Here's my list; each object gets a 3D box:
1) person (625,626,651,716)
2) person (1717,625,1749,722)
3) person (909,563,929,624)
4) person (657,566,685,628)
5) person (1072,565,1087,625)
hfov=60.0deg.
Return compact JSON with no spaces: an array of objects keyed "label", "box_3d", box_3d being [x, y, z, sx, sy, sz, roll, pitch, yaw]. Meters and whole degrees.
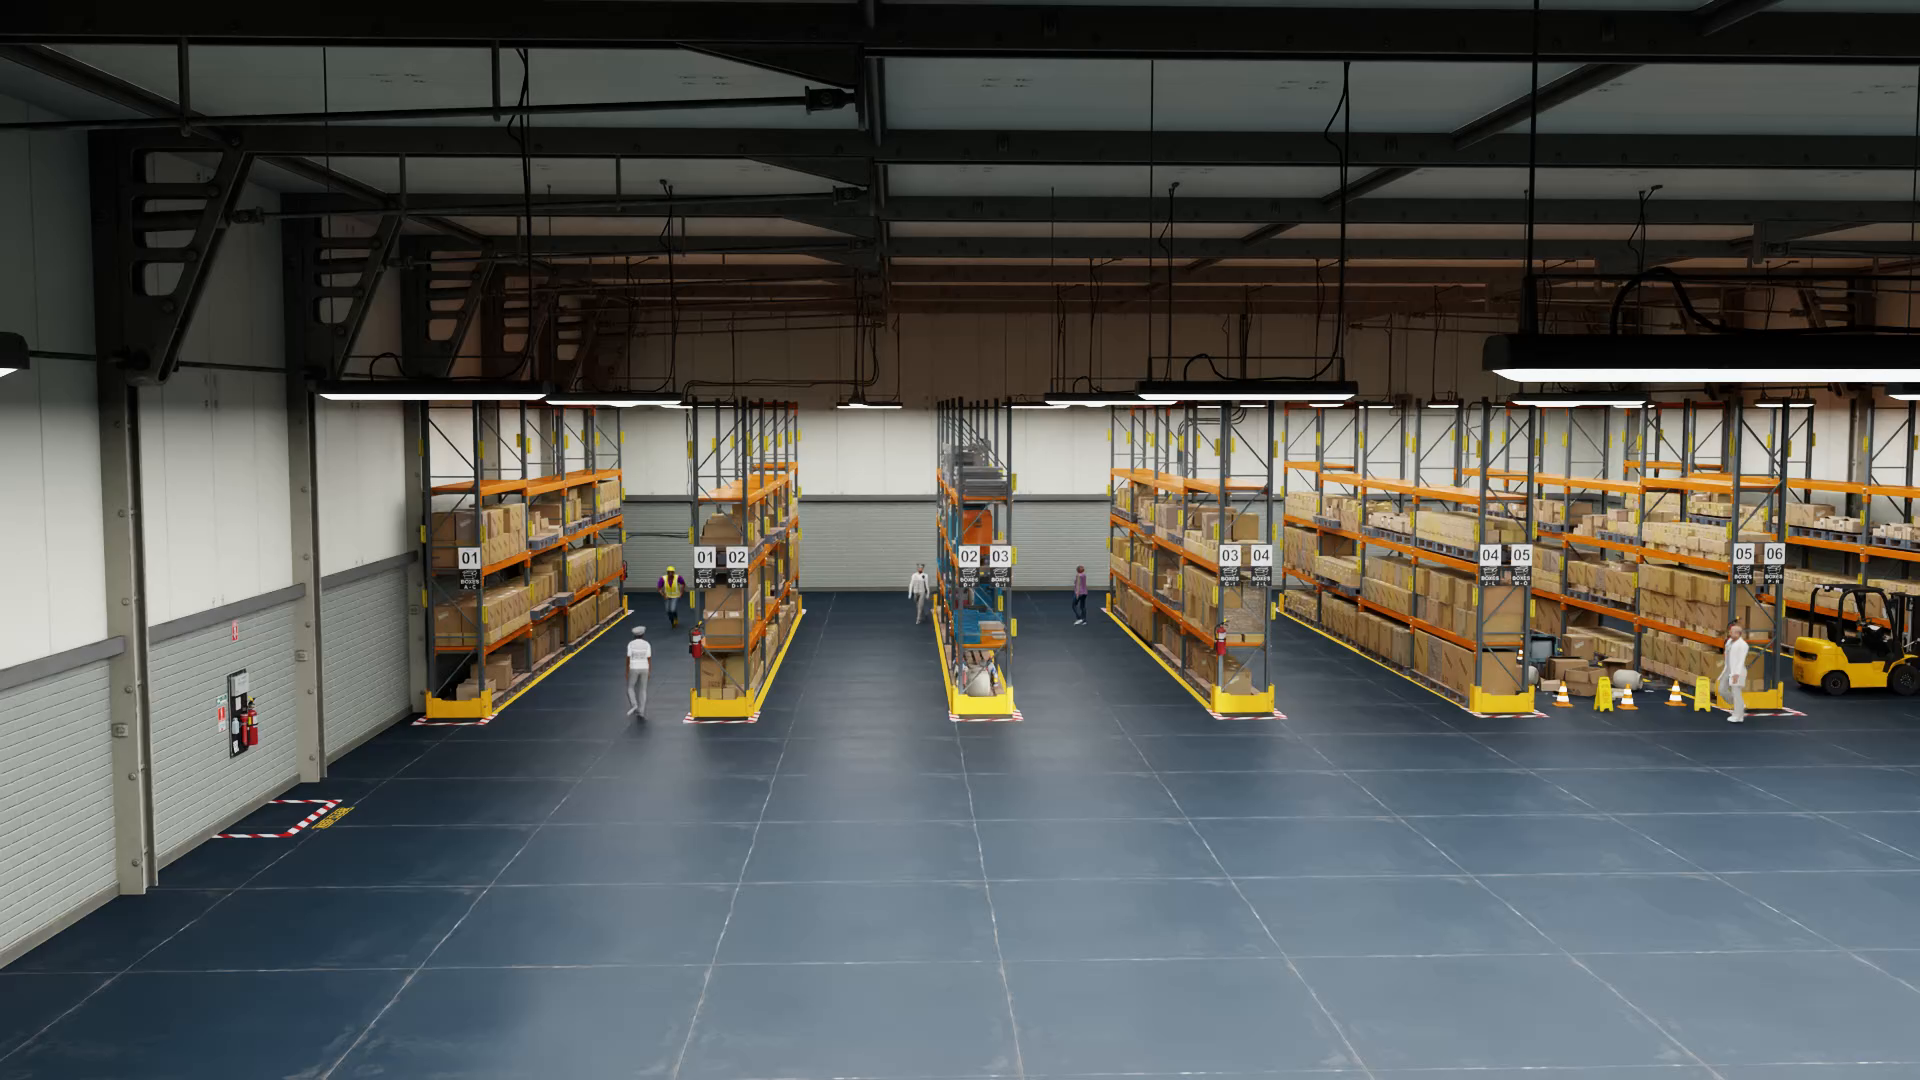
[{"label":"person","box_3d":[-6.037,2.461,31.192,0.491,1.681,0.453,-1,5,-18]},{"label":"person","box_3d":[14.296,2.458,30.668,0.557,1.779,0.636,-1,5,-15]},{"label":"person","box_3d":[-1.100,1.427,44.859,0.502,1.630,0.961,2,5,19]},{"label":"person","box_3d":[-7.616,1.504,43.884,0.676,1.664,0.698,0,4,6]},{"label":"person","box_3d":[3.249,1.480,44.709,0.373,1.612,0.445,3,6,38]}]
